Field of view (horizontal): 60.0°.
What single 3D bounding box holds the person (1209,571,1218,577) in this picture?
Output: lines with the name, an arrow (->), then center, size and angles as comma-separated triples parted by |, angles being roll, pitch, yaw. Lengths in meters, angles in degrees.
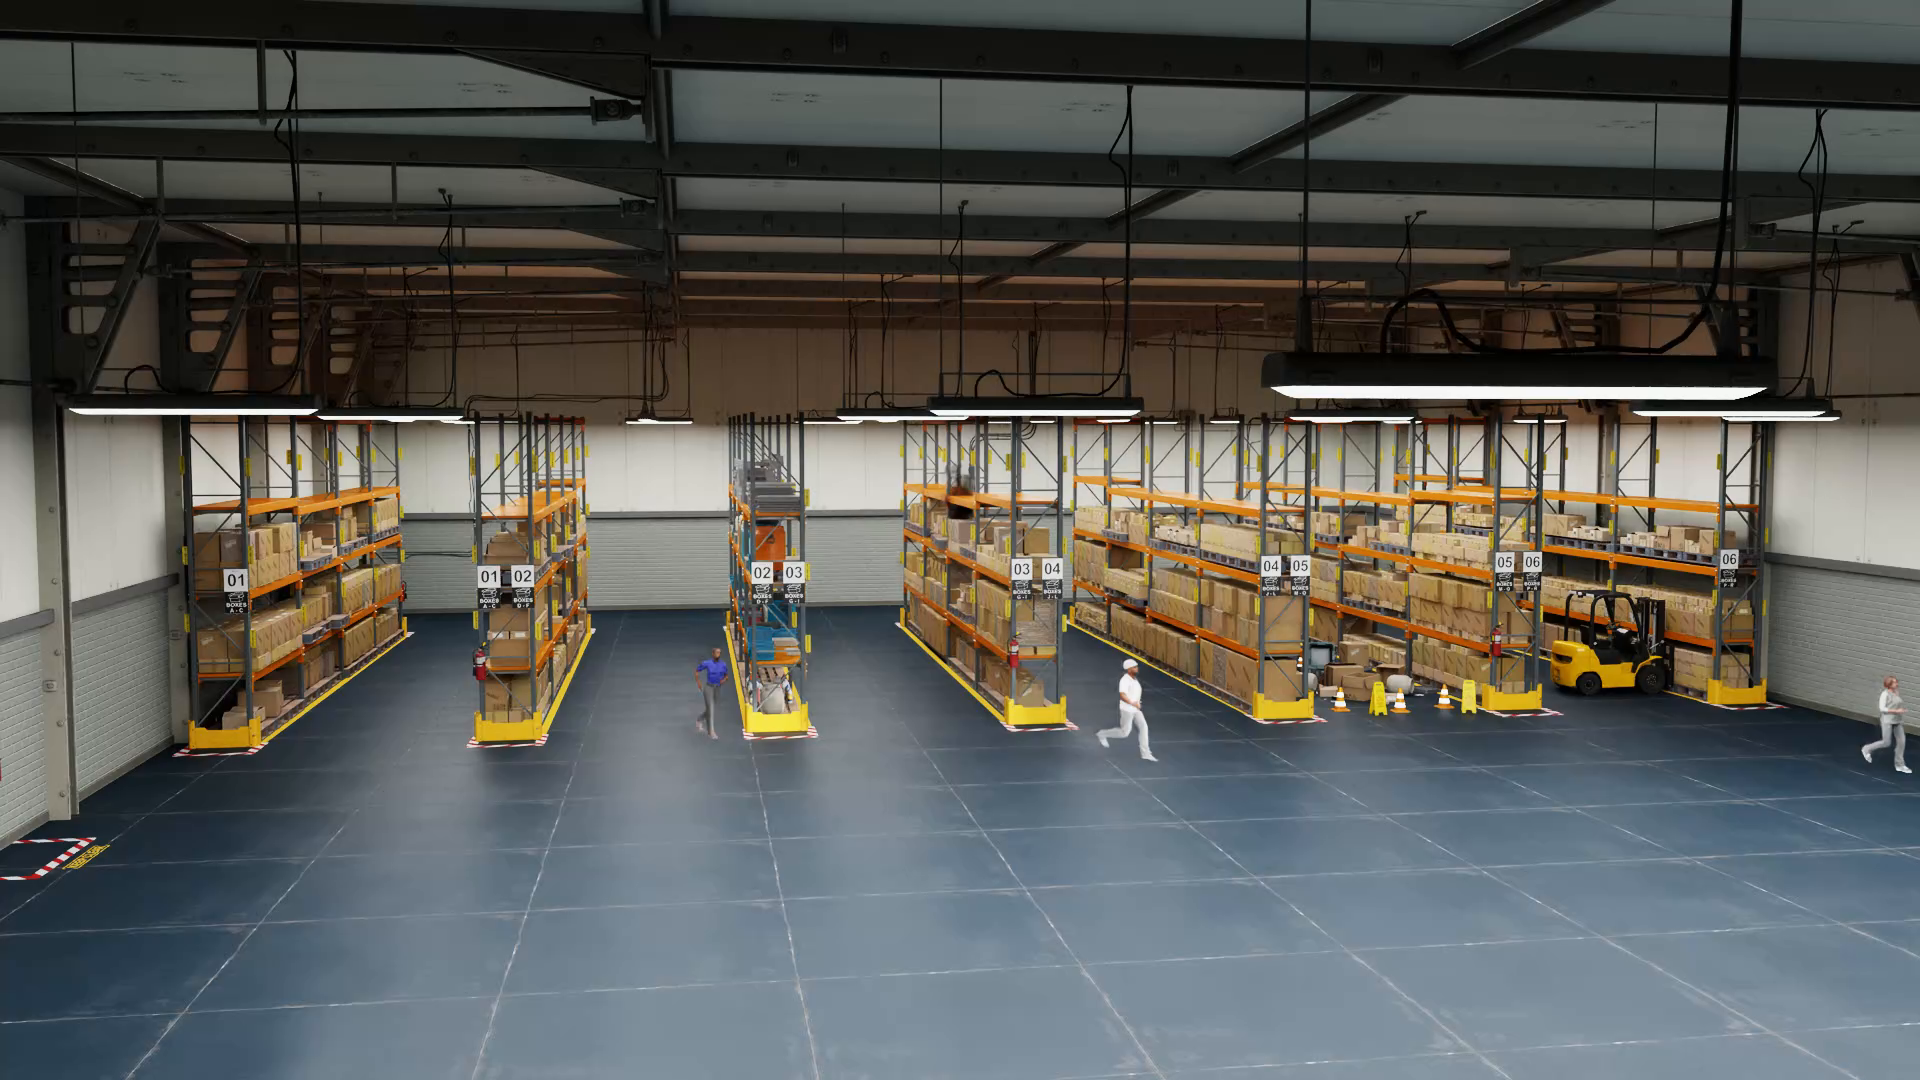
person -> 7.661, 1.479, 50.661 | 0.514, 1.600, 0.617 | 0, 4, -2

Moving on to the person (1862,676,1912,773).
person -> 15.479, 3.046, 27.700 | 0.552, 1.575, 0.819 | -2, 4, -28

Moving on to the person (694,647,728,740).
person -> -4.588, 2.805, 30.863 | 0.628, 1.640, 0.918 | -3, 5, -39

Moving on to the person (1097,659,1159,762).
person -> 2.903, 2.926, 28.593 | 1.065, 1.756, 0.672 | 2, 4, 27
